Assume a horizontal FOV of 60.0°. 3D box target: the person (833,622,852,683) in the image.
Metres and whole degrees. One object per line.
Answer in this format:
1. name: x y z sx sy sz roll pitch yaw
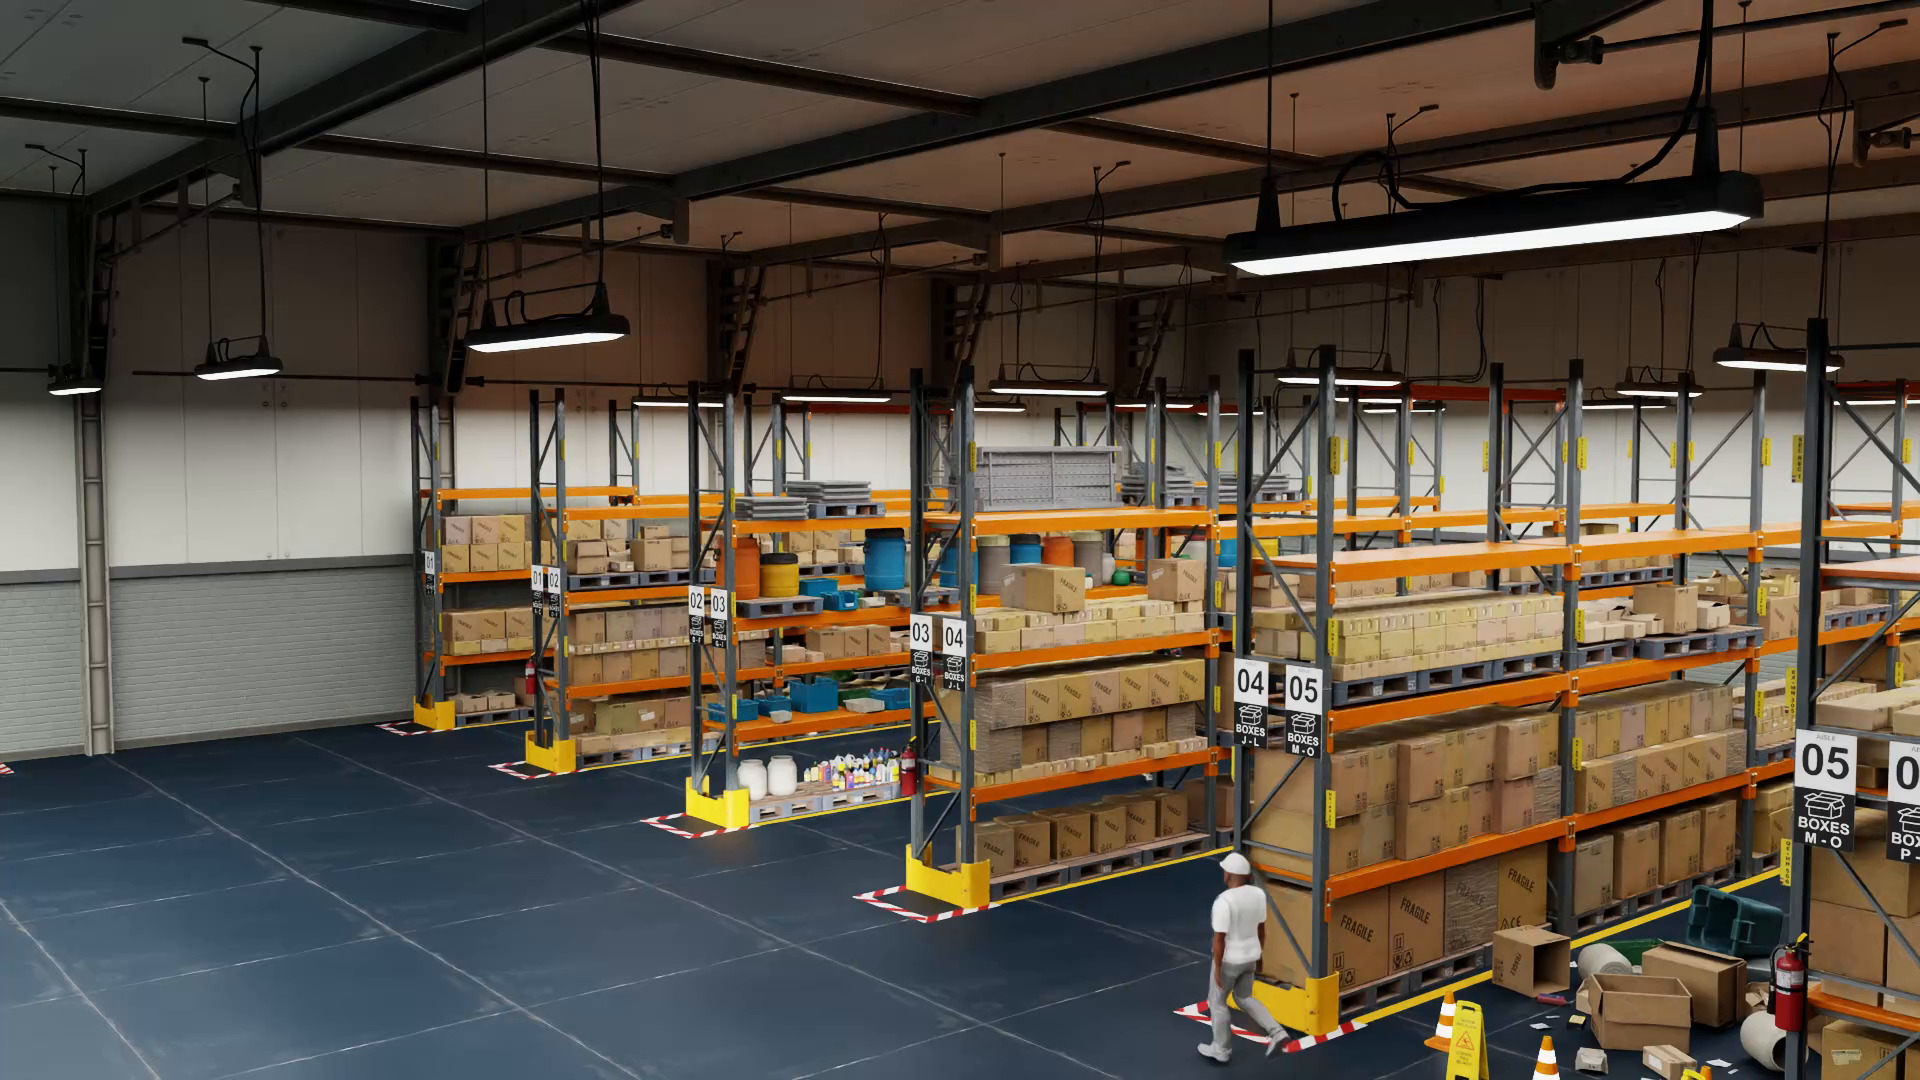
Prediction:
1. person: -2.421 2.351 32.910 0.482 1.731 0.571 -2 4 -27

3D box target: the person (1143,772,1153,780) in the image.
1. person: 2.871 2.879 25.295 0.471 1.596 0.463 -2 4 -34

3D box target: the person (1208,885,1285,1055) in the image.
1. person: 2.346 3.564 13.718 0.564 1.438 0.612 -3 5 -42
